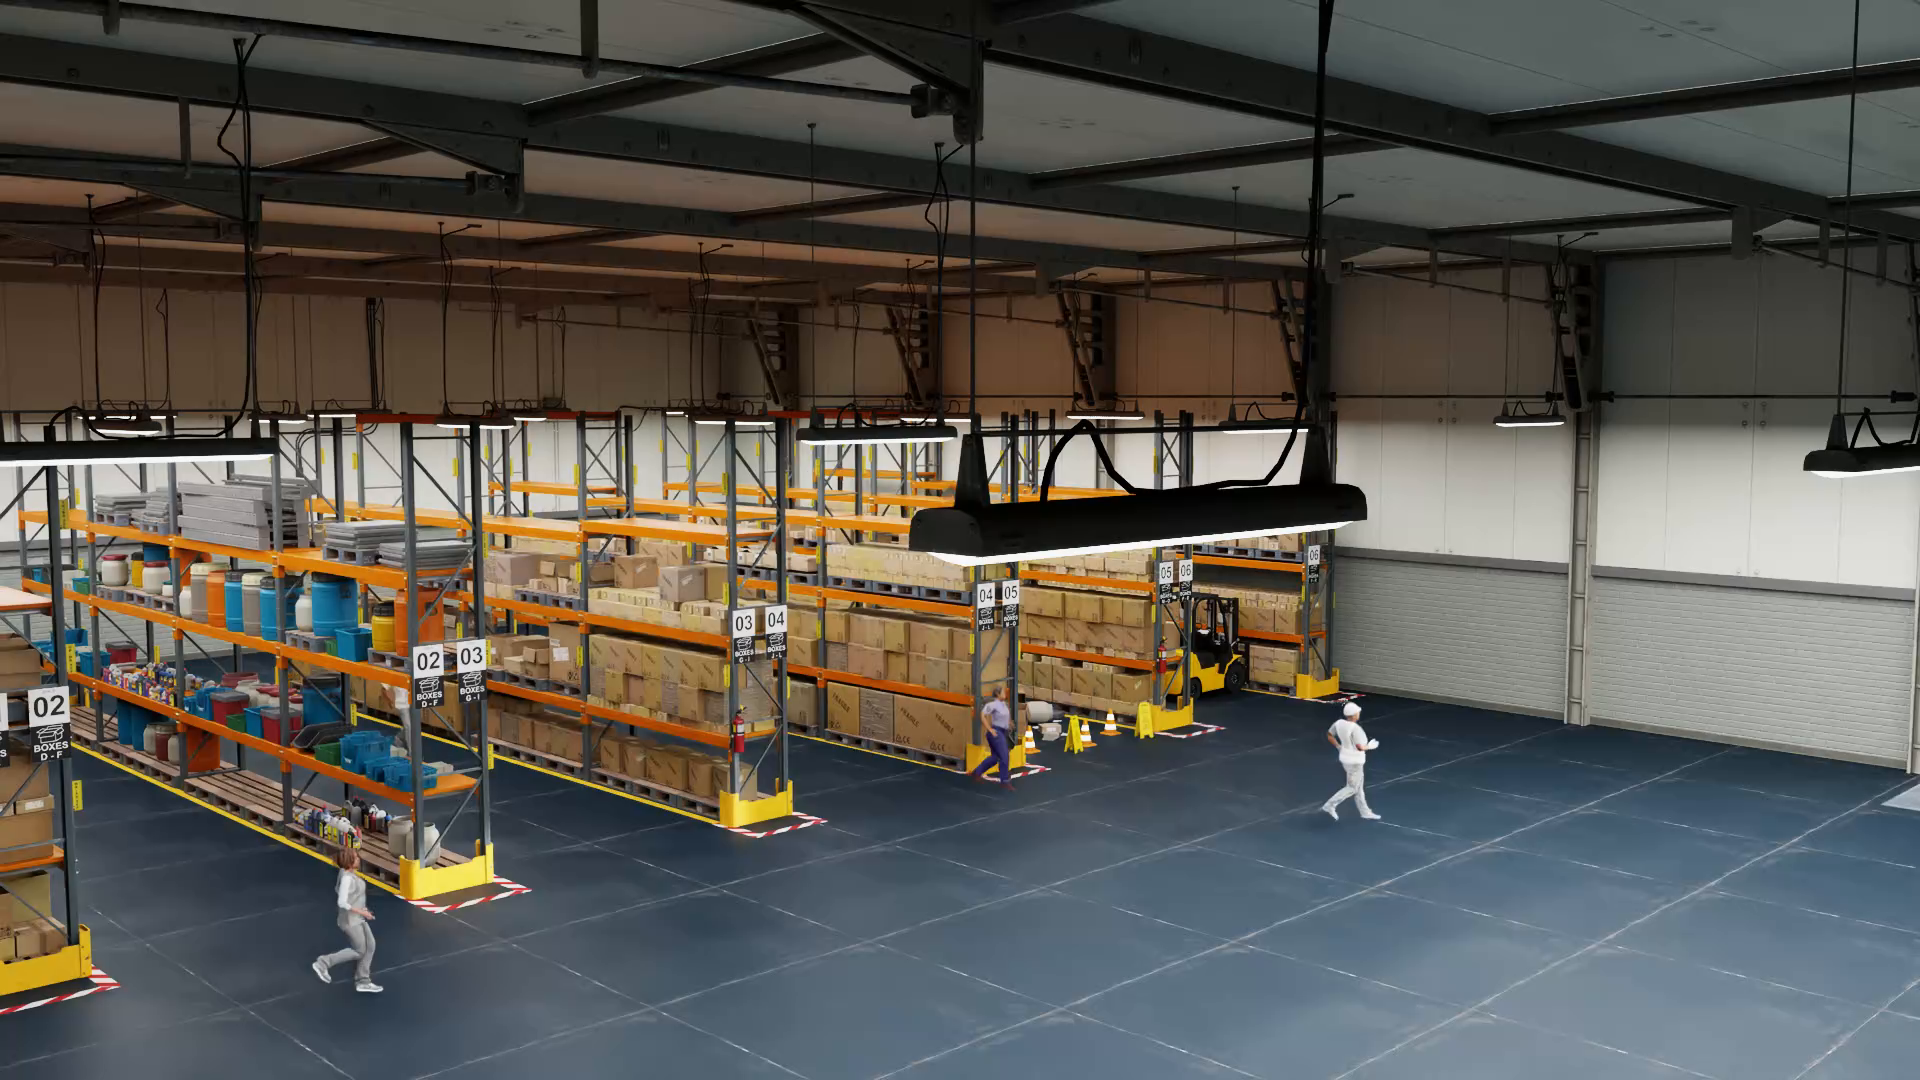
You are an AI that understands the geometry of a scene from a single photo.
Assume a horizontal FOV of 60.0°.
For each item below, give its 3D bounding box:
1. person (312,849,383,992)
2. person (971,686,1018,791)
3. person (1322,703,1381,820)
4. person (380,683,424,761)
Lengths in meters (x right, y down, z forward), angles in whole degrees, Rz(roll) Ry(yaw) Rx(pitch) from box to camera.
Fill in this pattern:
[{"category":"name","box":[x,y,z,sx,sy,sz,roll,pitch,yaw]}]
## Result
[{"category":"person","box":[-6.489,4.037,17.592,0.691,1.575,0.546,-1,5,-16]},{"category":"person","box":[0.585,3.197,26.932,0.807,1.645,0.615,1,5,15]},{"category":"person","box":[5.791,3.282,24.542,0.982,1.775,0.681,-1,5,-13]},{"category":"person","box":[-9.614,2.911,28.917,0.989,1.754,0.700,4,6,36]}]
